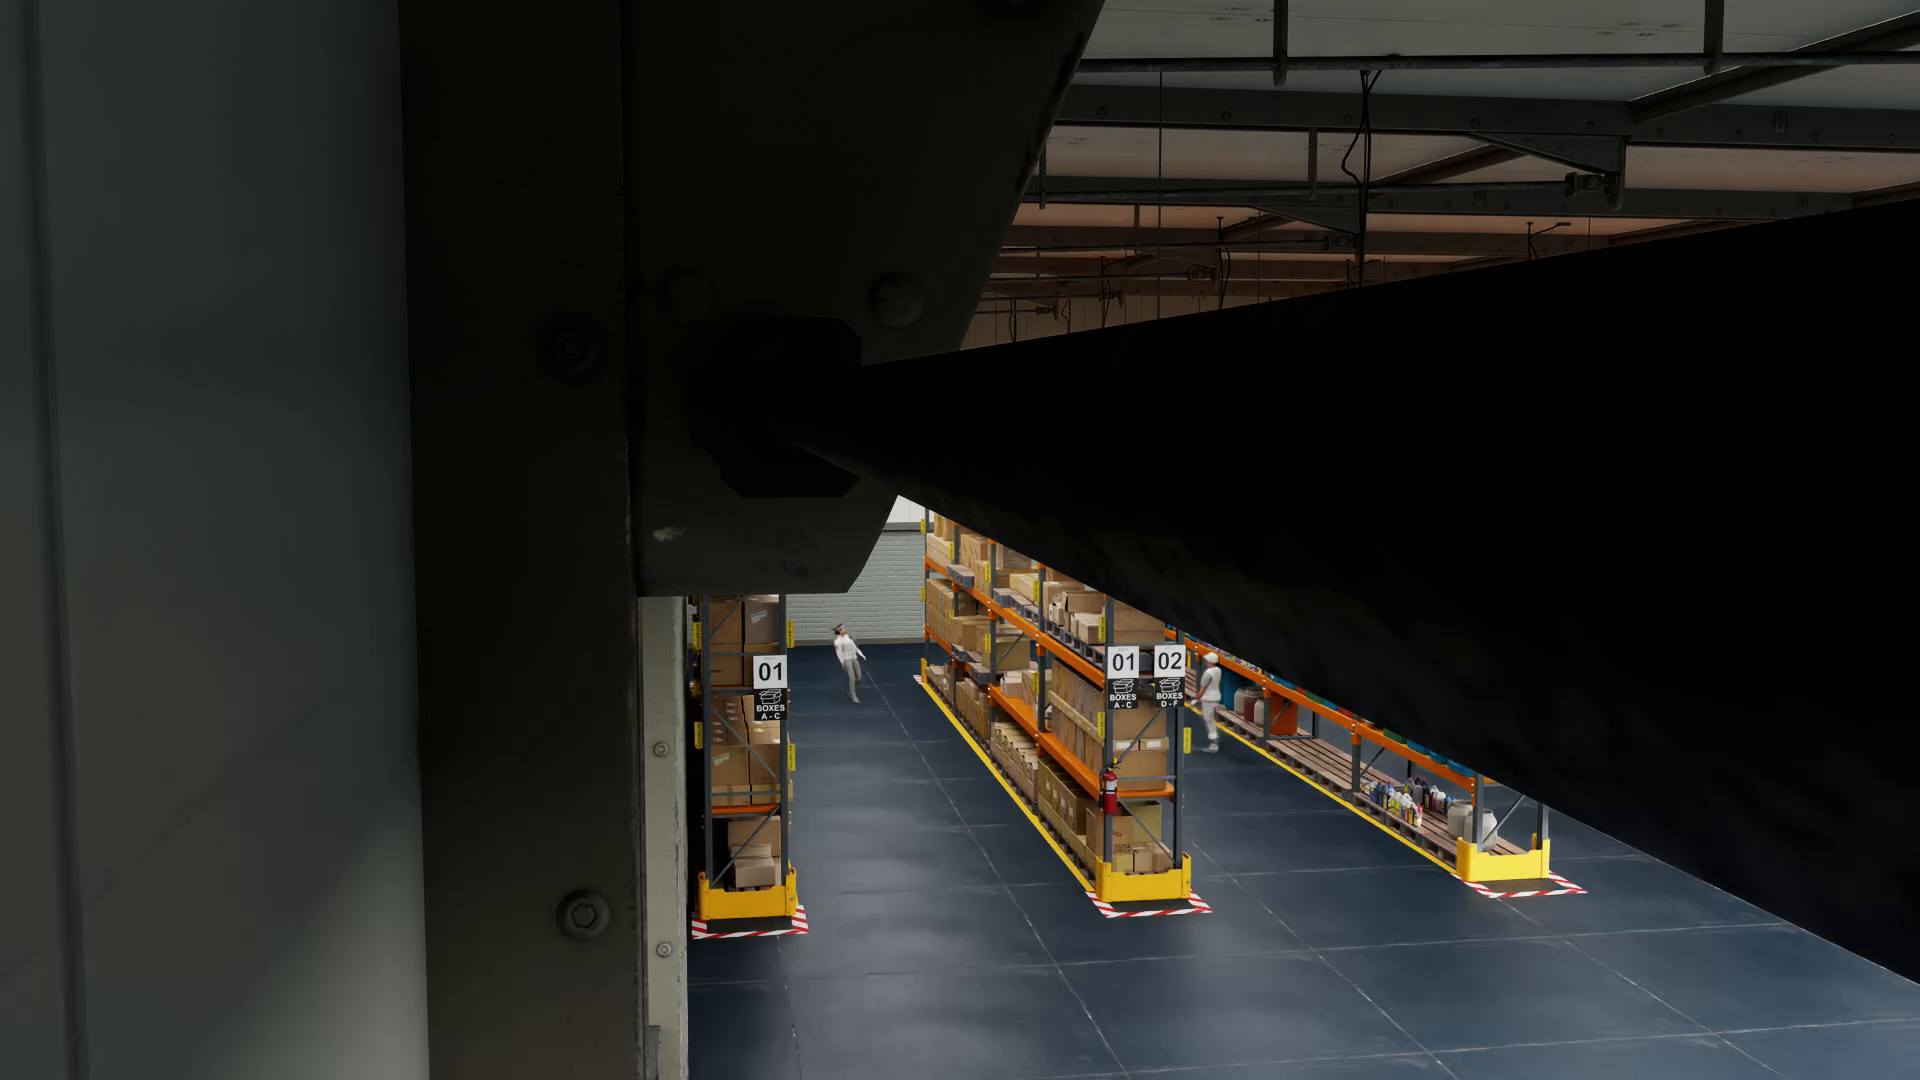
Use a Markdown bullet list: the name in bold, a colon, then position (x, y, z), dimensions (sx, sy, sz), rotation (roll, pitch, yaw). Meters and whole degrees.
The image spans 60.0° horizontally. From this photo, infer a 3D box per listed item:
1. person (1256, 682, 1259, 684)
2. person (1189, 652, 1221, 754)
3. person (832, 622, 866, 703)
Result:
- **person**: position (6.613, 2.263, 36.152), dimensions (0.407, 1.778, 0.579), rotation (2, 5, 22)
- **person**: position (4.390, 2.878, 29.405), dimensions (0.516, 1.820, 0.613), rotation (3, 6, 34)
- **person**: position (-2.278, 2.526, 34.395), dimensions (0.734, 1.648, 0.515), rotation (5, 7, 43)
